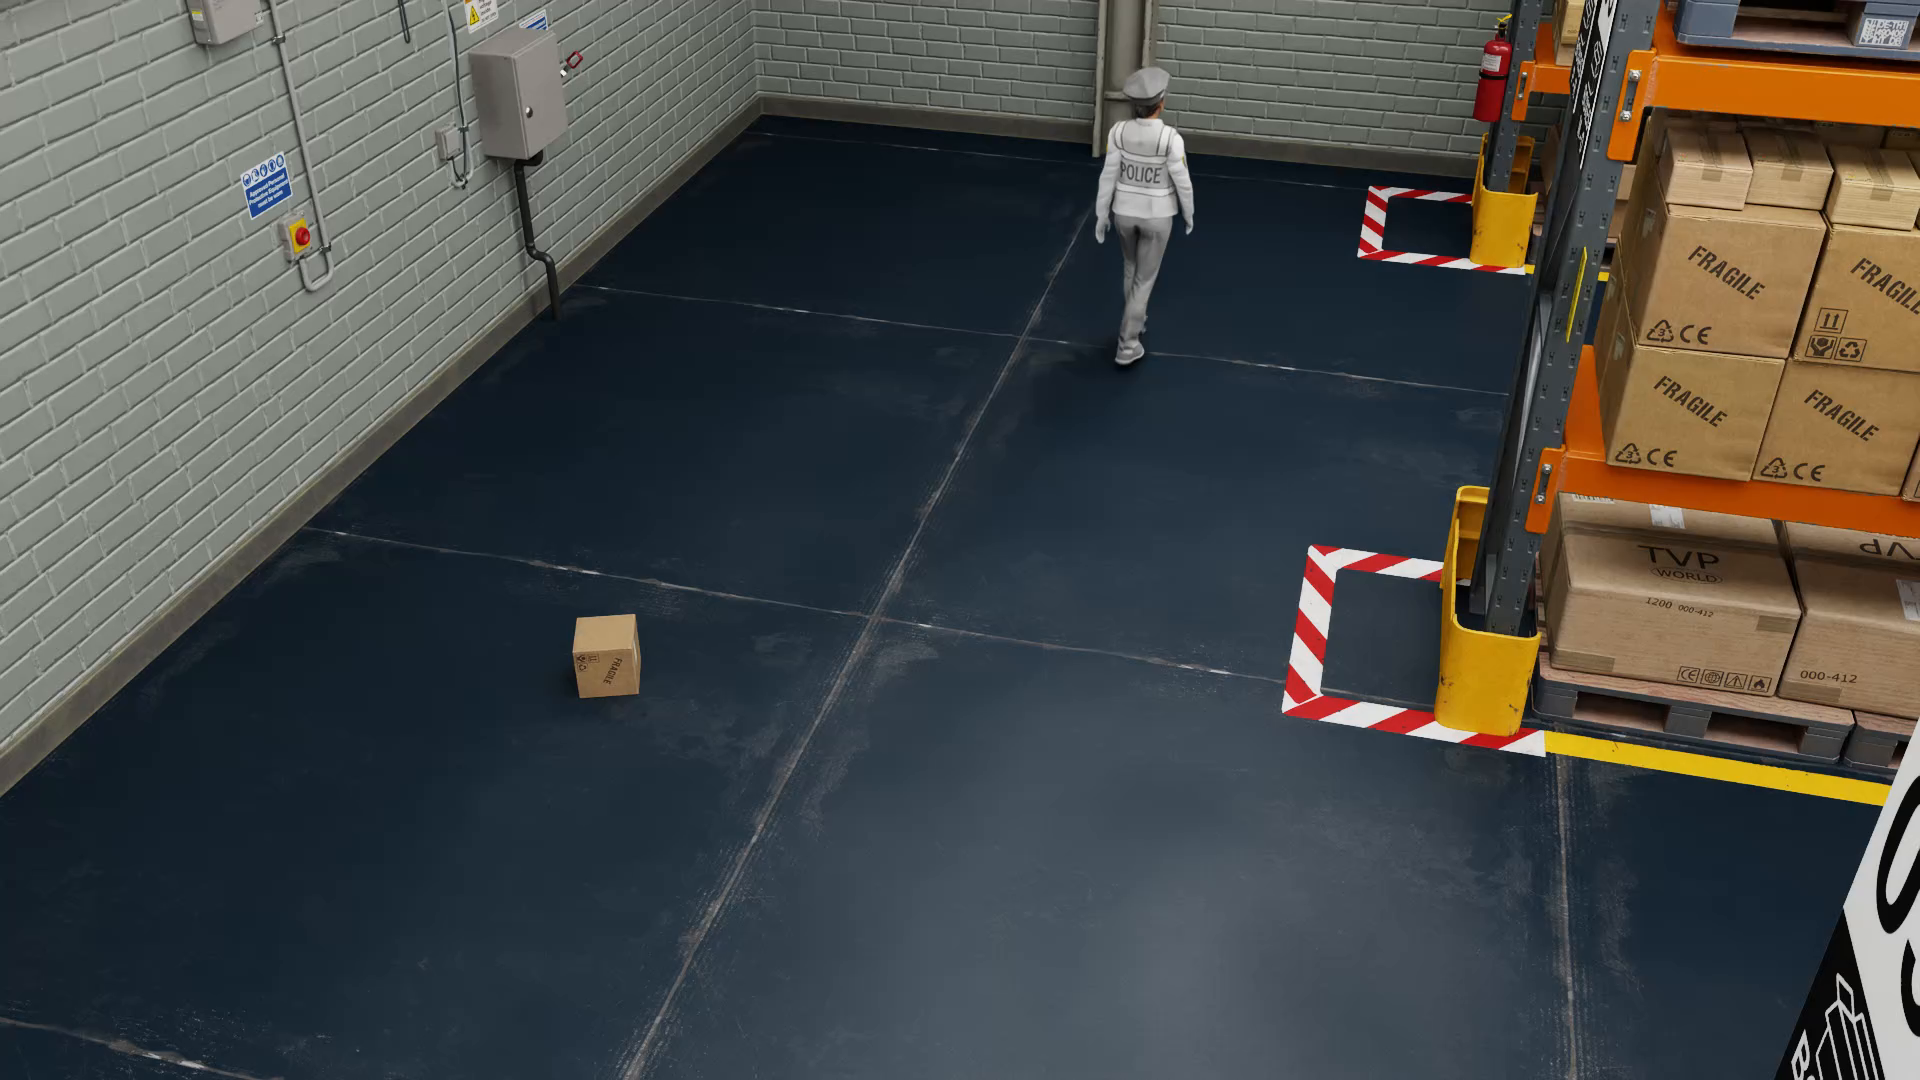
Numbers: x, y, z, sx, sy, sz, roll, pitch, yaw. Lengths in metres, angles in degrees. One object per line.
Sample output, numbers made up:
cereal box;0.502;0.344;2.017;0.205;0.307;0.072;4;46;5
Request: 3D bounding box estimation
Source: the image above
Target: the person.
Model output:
person;1.068;-1.825;9.447;0.525;1.743;0.666;17;37;24
